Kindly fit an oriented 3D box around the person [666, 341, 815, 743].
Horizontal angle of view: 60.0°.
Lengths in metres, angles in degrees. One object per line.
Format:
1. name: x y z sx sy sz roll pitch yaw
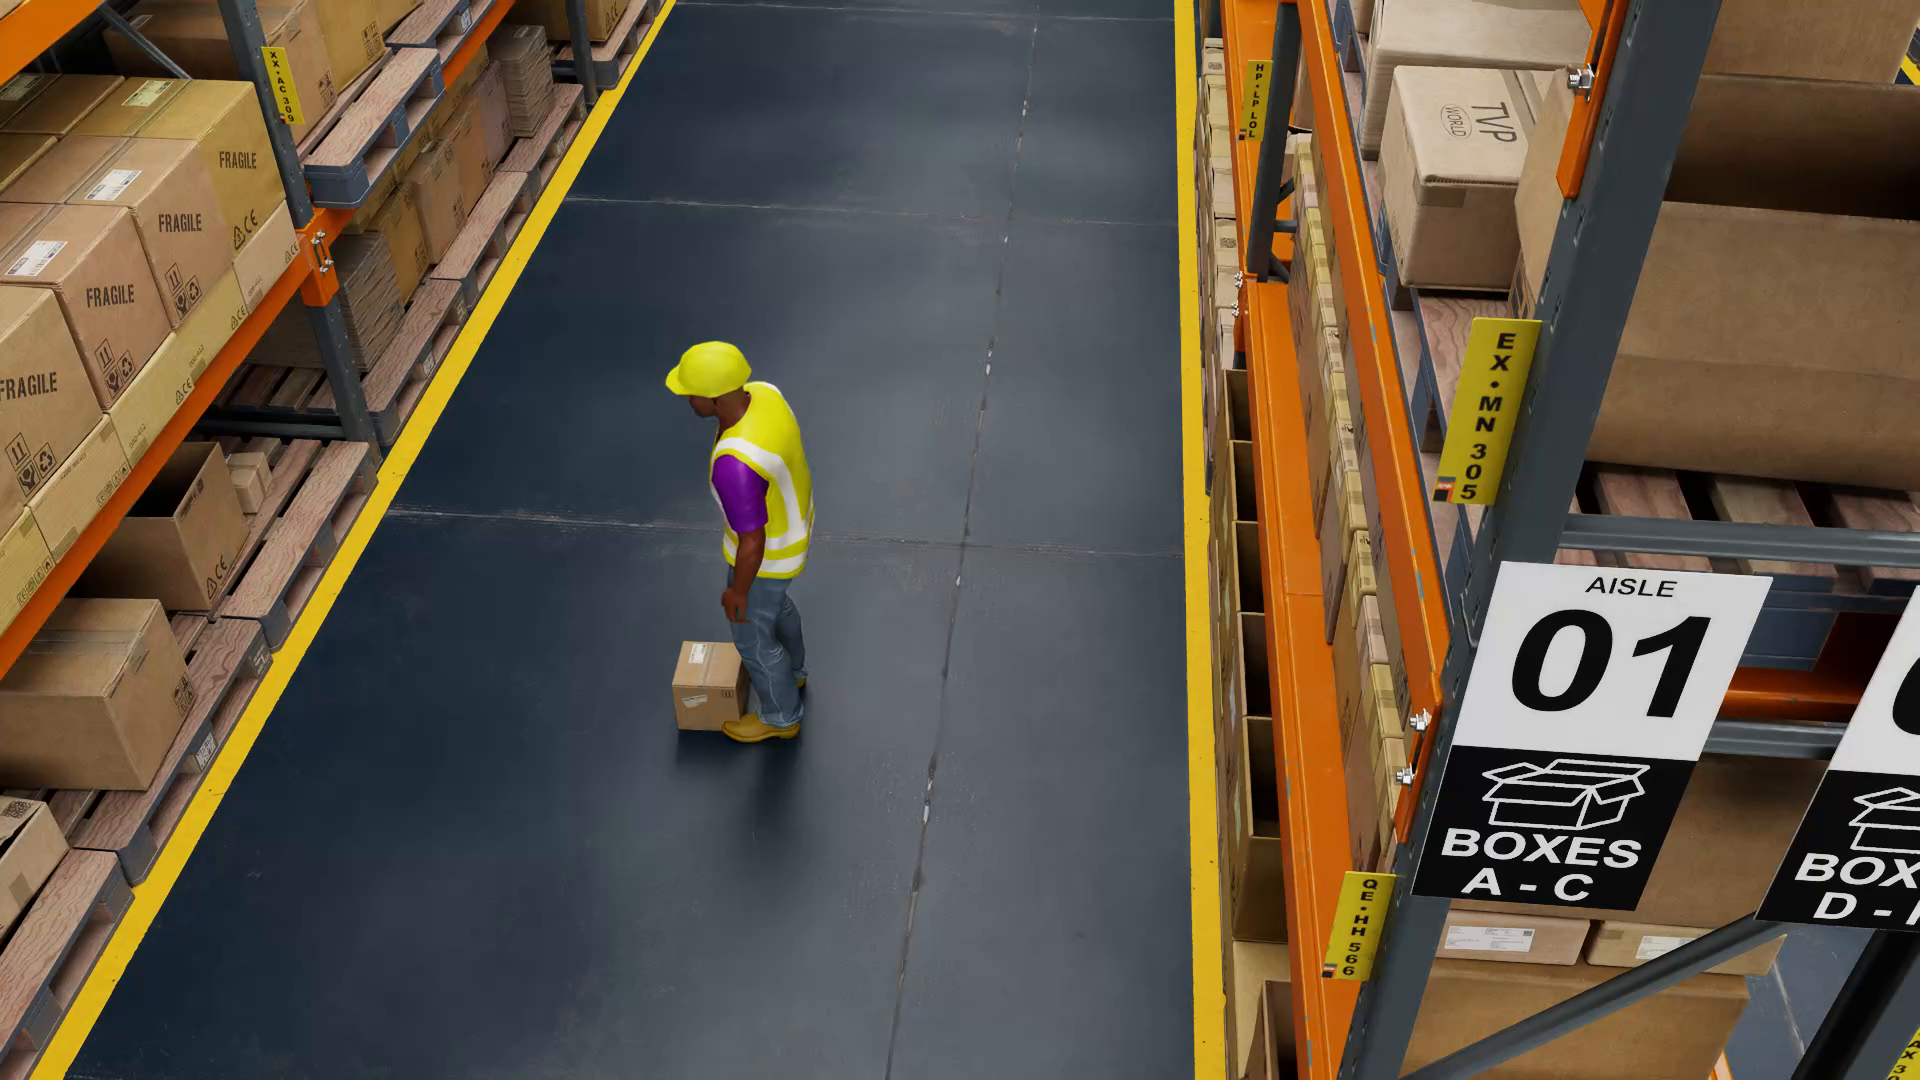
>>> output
1. person: -0.767 0.009 6.131 0.463 1.760 0.632 3 40 3
